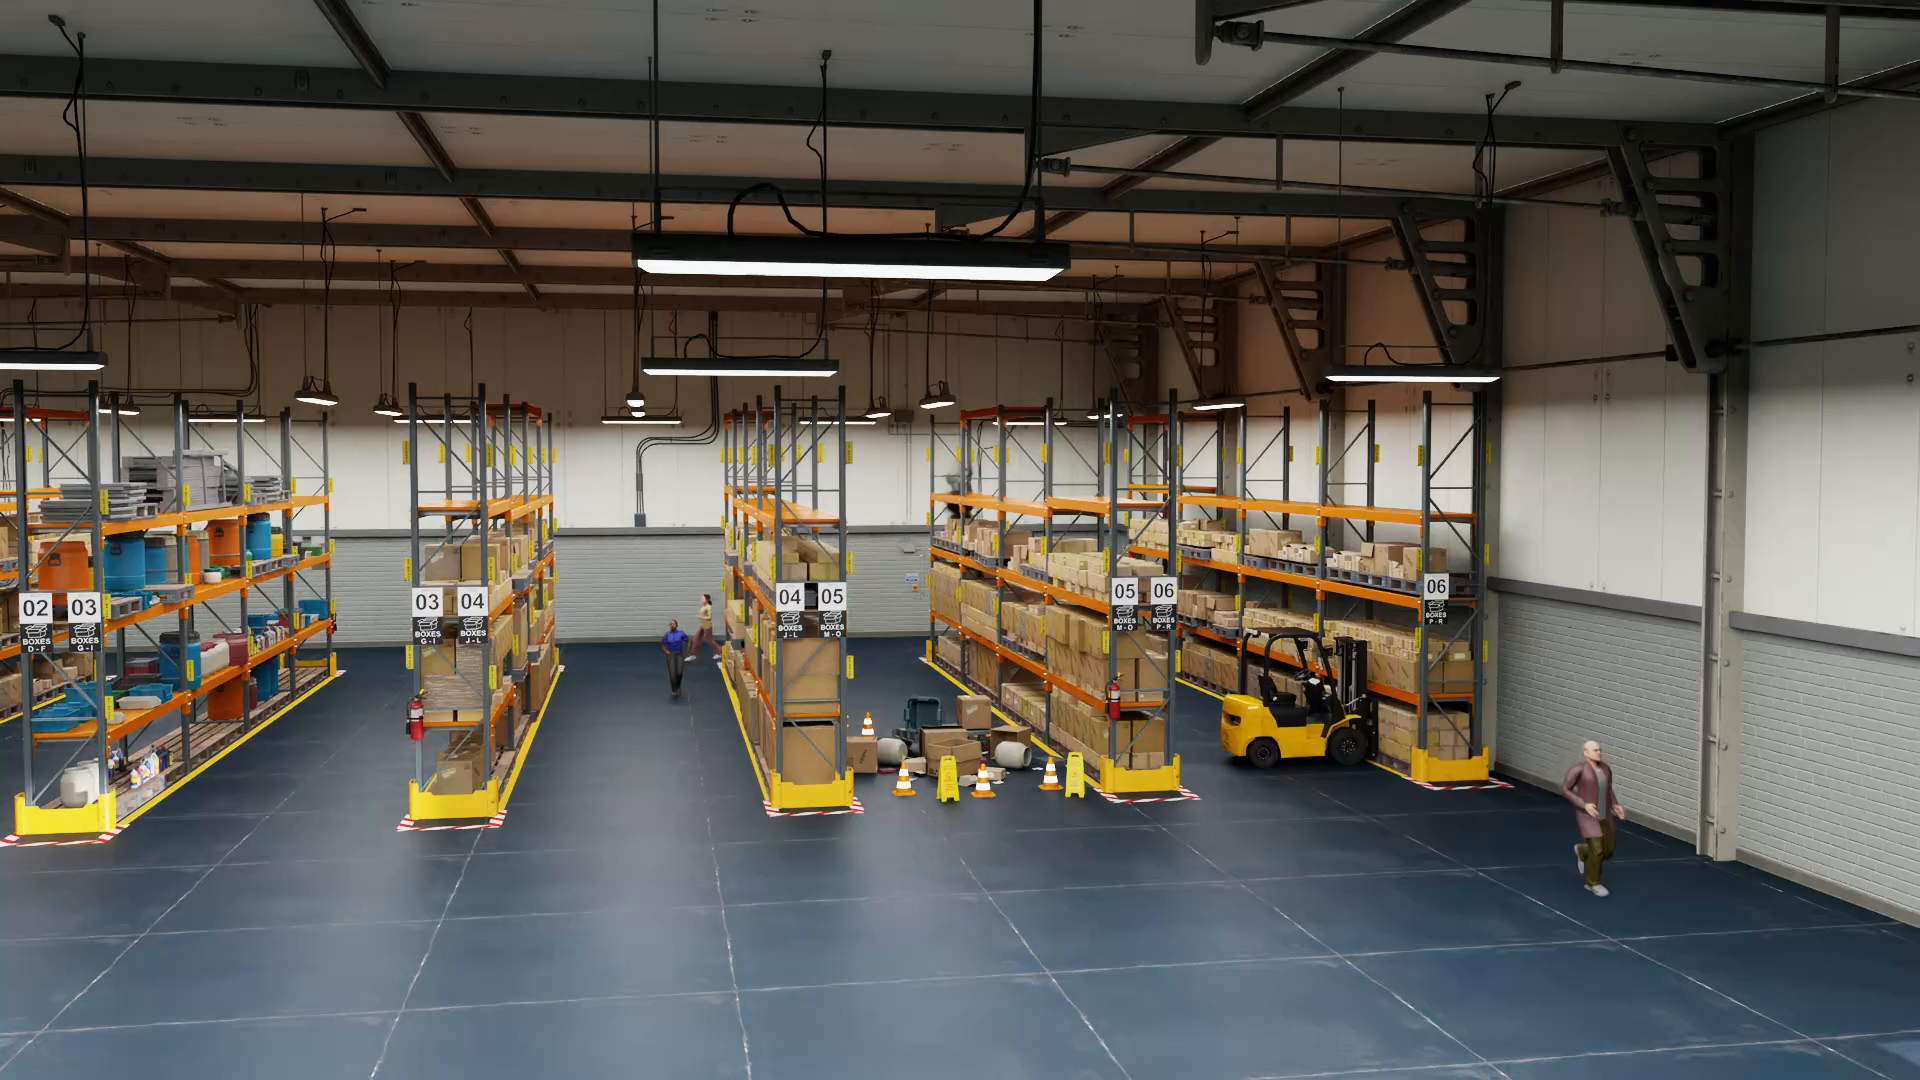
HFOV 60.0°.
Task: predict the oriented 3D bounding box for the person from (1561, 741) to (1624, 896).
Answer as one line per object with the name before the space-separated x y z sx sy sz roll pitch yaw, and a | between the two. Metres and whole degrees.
person | 7.243 3.173 19.138 0.712 1.739 0.653 -1 3 -20

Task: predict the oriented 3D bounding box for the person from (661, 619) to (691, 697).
person | -5.881 2.451 34.385 0.590 1.614 0.582 0 3 -5

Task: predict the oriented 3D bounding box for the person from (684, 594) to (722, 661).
person | -6.148 2.124 40.359 0.964 1.635 0.623 -2 3 -28
